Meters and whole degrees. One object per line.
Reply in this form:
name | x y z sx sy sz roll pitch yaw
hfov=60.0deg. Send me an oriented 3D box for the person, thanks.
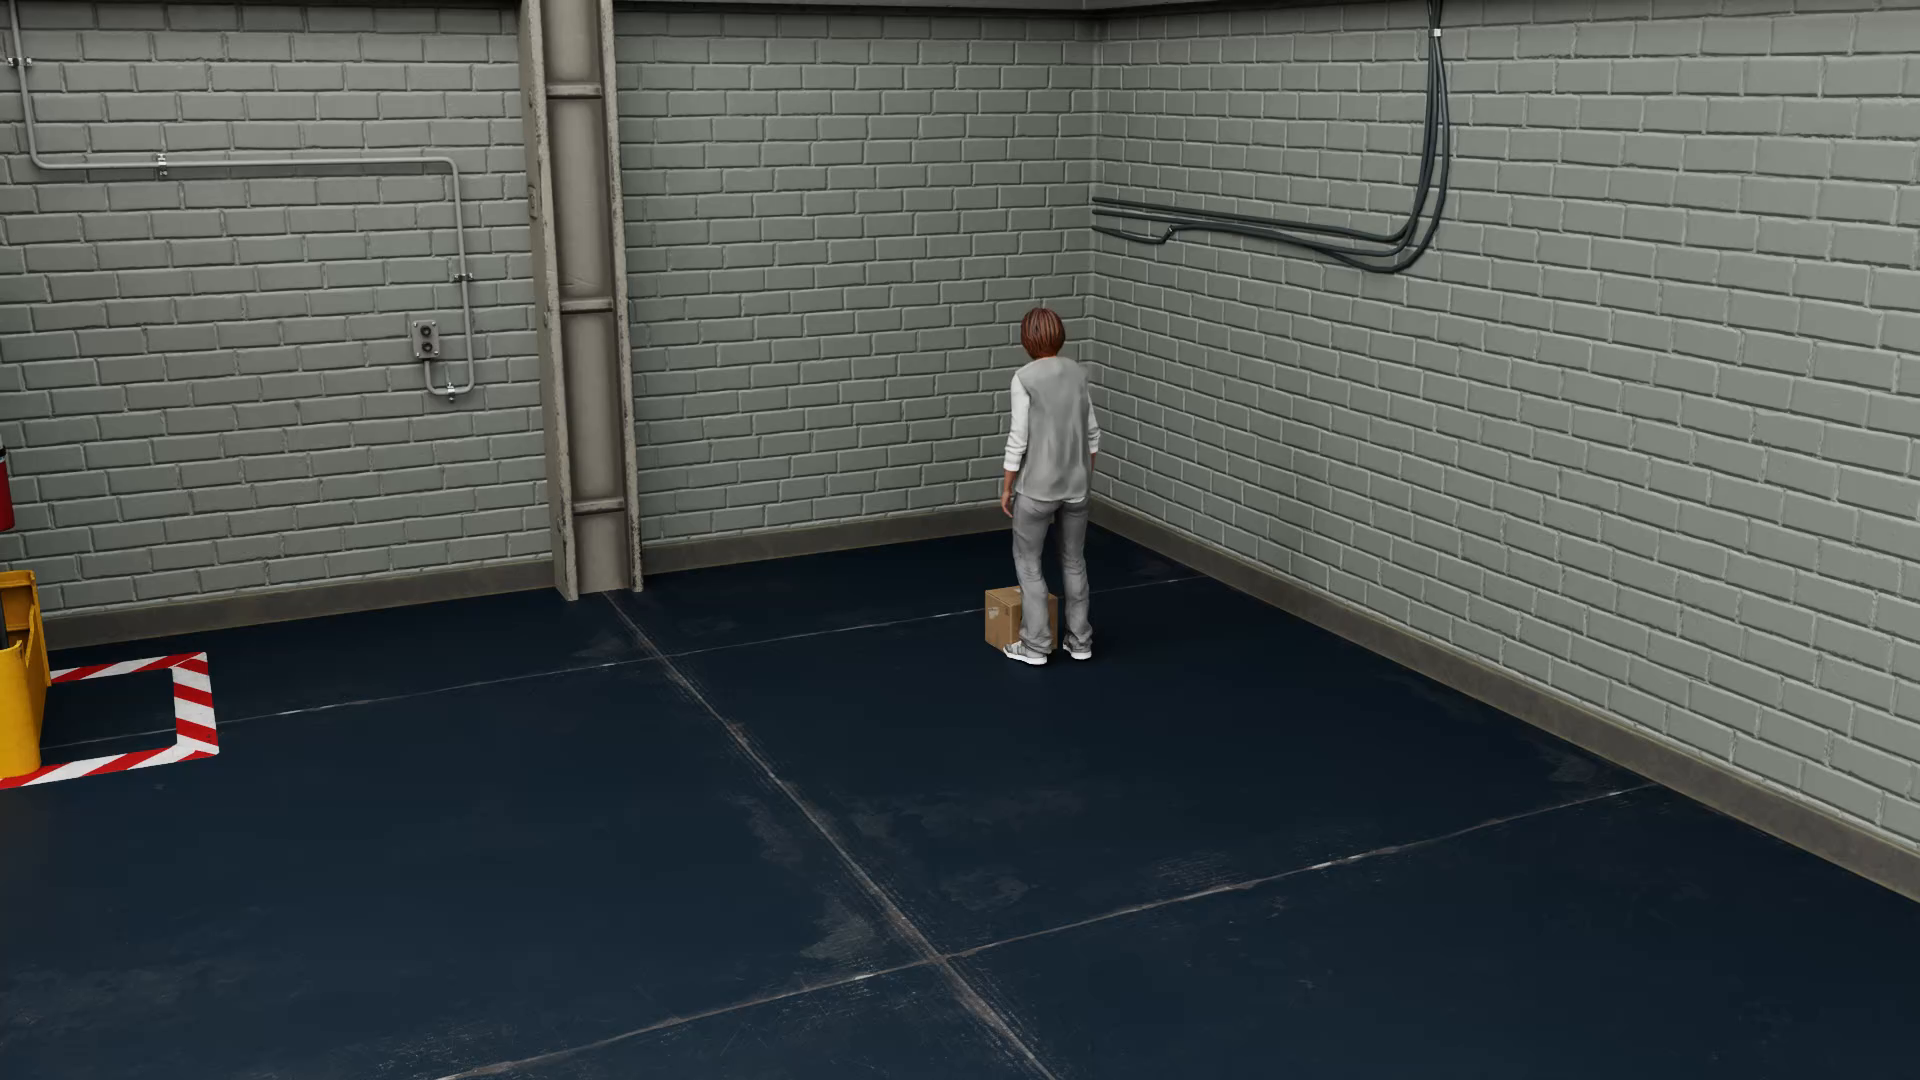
person | 0.393 -0.223 7.348 0.471 1.593 0.366 -8 17 -26
